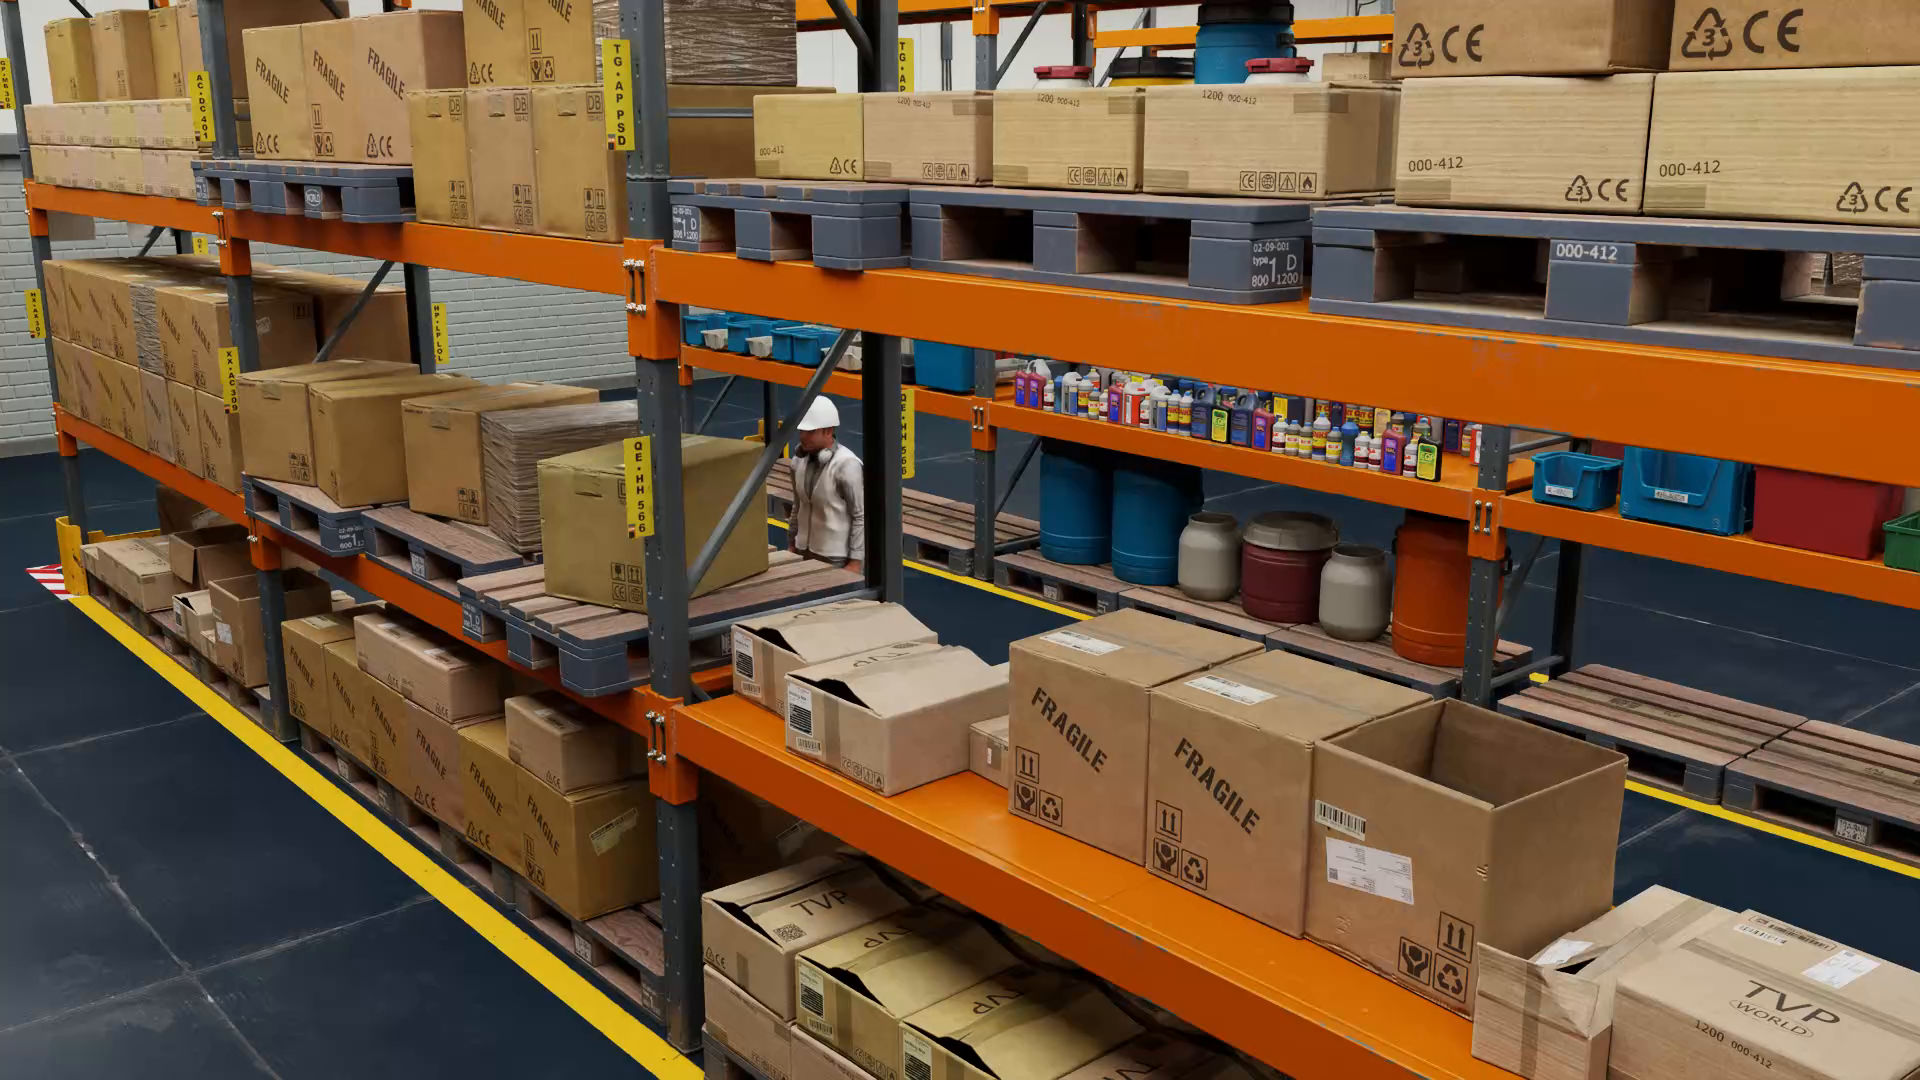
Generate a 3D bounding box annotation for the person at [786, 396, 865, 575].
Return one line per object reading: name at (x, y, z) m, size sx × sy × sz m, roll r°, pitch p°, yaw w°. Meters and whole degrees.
person at (-0.738, 0.081, 9.124) m, size 0.465 × 1.770 × 0.590 m, roll -13°, pitch 19°, yaw -43°
